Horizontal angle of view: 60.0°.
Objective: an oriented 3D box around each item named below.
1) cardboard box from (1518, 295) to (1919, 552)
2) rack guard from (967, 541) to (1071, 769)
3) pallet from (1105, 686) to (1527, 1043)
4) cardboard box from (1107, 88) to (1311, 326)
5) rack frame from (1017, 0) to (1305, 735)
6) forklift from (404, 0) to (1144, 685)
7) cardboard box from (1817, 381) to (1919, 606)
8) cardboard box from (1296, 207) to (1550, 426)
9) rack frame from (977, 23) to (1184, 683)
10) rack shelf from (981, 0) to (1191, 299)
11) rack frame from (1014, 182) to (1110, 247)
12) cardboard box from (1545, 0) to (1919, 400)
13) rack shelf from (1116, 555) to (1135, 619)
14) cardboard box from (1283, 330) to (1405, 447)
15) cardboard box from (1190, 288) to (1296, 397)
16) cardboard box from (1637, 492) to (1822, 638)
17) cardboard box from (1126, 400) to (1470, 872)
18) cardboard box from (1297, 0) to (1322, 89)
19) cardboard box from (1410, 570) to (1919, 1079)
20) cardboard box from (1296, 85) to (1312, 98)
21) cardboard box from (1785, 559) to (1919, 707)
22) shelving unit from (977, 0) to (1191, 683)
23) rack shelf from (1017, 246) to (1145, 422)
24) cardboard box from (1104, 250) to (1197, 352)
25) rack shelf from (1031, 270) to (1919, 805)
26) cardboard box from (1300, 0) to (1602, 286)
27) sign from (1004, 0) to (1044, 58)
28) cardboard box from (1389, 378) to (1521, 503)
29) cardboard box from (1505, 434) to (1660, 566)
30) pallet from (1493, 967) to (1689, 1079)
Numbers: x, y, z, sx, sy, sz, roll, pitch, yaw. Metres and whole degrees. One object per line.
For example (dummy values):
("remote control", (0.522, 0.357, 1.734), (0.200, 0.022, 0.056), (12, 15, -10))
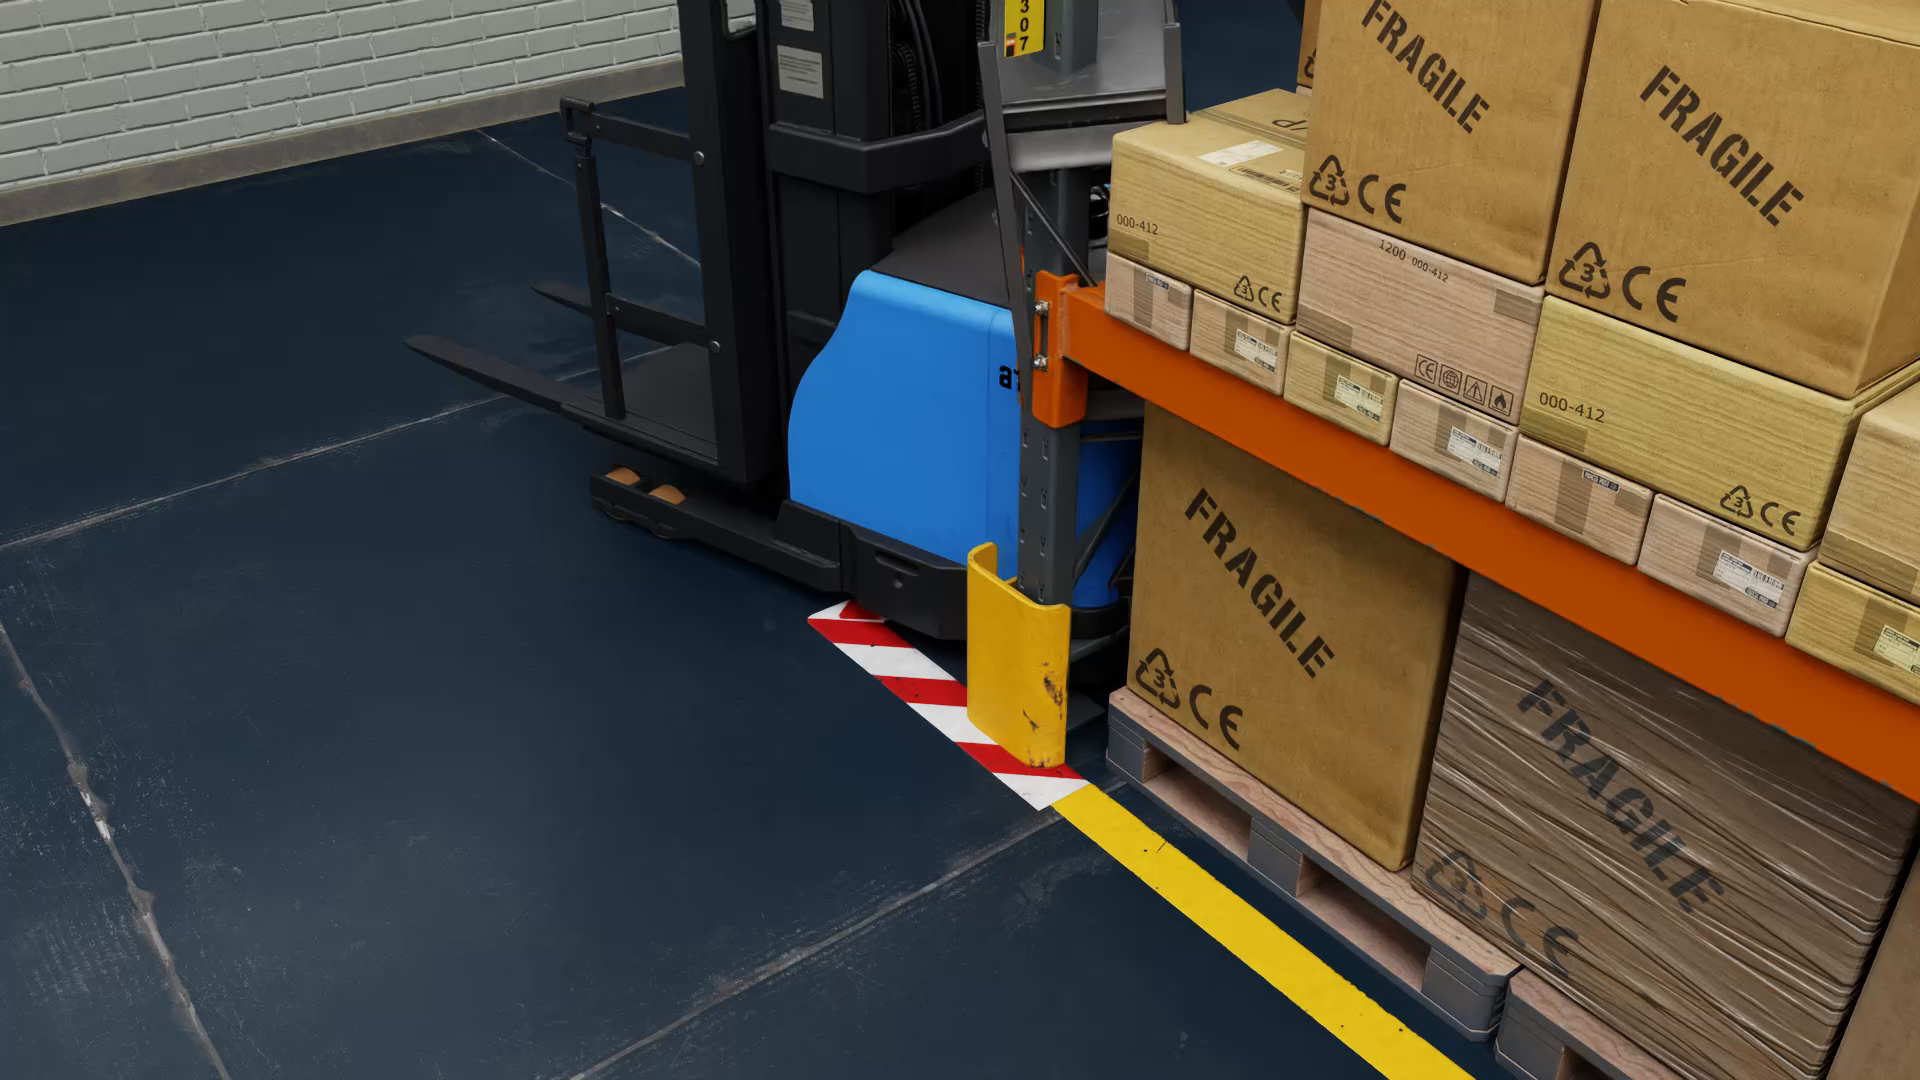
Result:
("cardboard box", (1.284, -0.269, 2.700), (0.500, 0.250, 0.500), (-24, 39, -33))
("rack guard", (0.559, 0.133, 4.561), (1.175, 0.500, 0.348), (-22, 38, -31))
("pallet", (1.126, 0.574, 4.126), (1.003, 0.211, 1.213), (-22, 38, -31))
("cardboard box", (0.655, -0.694, 3.384), (0.500, 0.250, 0.500), (-23, 39, -33))
("rack frame", (0.574, -0.918, 3.886), (1.000, 3.000, 0.127), (-22, 38, -31))
("forklift", (-0.572, -1.456, 4.816), (3.031, 2.935, 1.130), (20, 37, 29))
("cardboard box", (1.608, -0.053, 2.352), (0.500, 0.250, 0.500), (-23, 39, -32))
("cardboard box", (0.979, -0.479, 3.039), (0.500, 0.250, 0.500), (-23, 38, -32))
("rack frame", (0.365, -0.245, 3.998), (0.400, 2.100, 0.015), (-4, 44, 7))
("rack shelf", (0.288, -0.906, 3.702), (0.431, 0.518, 0.480), (-4, 44, 7))
("rack frame", (0.384, -0.584, 4.348), (0.400, 2.100, 0.015), (-4, 44, 7))
("cardboard box", (1.284, -0.590, 2.506), (0.500, 0.500, 0.500), (-23, 39, -33))
("rack shelf", (0.465, 0.097, 4.663), (0.431, 0.518, 0.480), (-4, 44, 7))
("cardboard box", (0.847, -0.344, 3.199), (0.380, 0.149, 0.250), (-23, 39, -32))
("cardboard box", (0.689, -0.451, 3.371), (0.380, 0.149, 0.250), (-23, 38, -32))
("cardboard box", (1.321, -0.022, 2.680), (0.380, 0.149, 0.250), (-23, 38, -32))
("cardboard box", (1.030, 0.047, 3.948), (0.875, 0.875, 0.875), (-22, 38, -31))
("cardboard box", (1.080, -1.182, 3.459), (0.500, 0.500, 0.500), (-22, 38, -31))
("cardboard box", (1.588, 0.426, 3.337), (0.875, 0.875, 0.875), (-22, 38, -31))
("cardboard box", (1.081, -0.865, 3.660), (0.500, 0.250, 0.500), (-23, 39, -32))
("cardboard box", (1.475, 0.084, 2.511), (0.380, 0.149, 0.250), (-23, 39, -33))
("shelving unit", (0.375, -0.414, 4.173), (0.431, 2.100, 0.503), (-4, 44, 7))
("rack shelf", (0.376, -0.405, 4.183), (0.431, 0.518, 0.480), (-4, 44, 7))
("cardboard box", (0.531, -0.557, 3.542), (0.380, 0.149, 0.250), (-22, 38, -31))
("rack shelf", (1.800, 0.221, 2.734), (1.077, 0.370, 4.000), (-22, 38, -31))
("cardboard box", (0.962, -0.804, 2.851), (0.500, 0.500, 0.500), (-23, 39, -32))
("sign", (0.132, -1.143, 3.351), (0.100, 0.325, 0.005), (-22, 38, -31))
("cardboard box", (1.008, -0.236, 3.025), (0.380, 0.149, 0.250), (-23, 39, -32))
("cardboard box", (1.163, -0.129, 2.853), (0.380, 0.149, 0.250), (-23, 39, -32))
("pallet", (1.870, 1.082, 3.308), (1.003, 0.211, 1.213), (-22, 38, -31))
